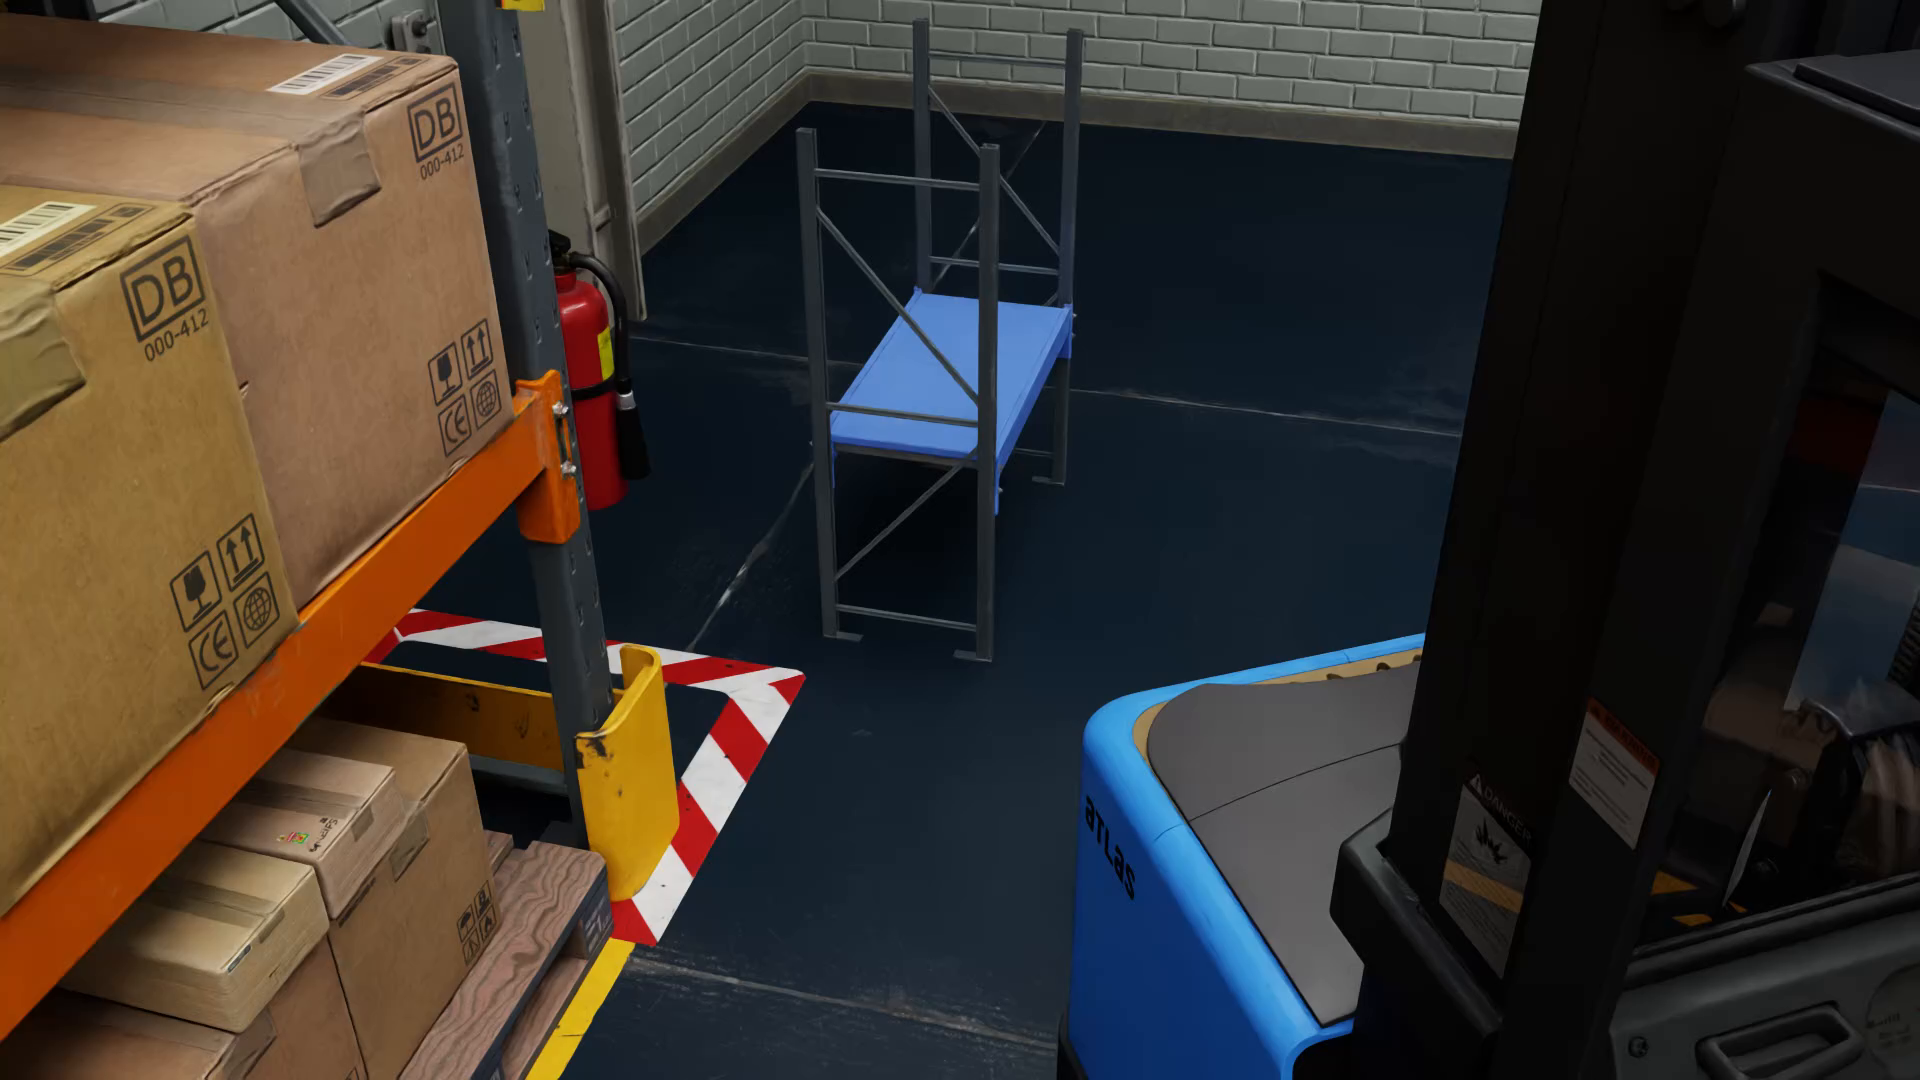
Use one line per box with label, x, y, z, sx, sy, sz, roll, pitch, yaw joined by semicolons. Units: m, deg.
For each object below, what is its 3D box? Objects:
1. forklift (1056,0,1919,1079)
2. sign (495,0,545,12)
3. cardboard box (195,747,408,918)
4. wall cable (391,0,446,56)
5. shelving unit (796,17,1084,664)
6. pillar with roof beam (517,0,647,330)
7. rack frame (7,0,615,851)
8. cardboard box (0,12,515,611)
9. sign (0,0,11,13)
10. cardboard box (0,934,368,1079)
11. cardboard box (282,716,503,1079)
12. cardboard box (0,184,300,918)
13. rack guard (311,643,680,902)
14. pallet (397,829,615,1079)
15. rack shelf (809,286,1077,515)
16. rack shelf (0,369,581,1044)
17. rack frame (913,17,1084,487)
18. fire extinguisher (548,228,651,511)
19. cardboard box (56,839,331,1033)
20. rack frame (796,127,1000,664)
forklift;1.133;0.614;1.553;1.130;2.935;3.031;-10;34;-15
sign;-0.776;-1.070;2.837;0.100;0.325;0.005;8;33;12
cardboard box;-1.235;0.510;2.986;0.380;0.149;0.250;8;33;12
wall cable;-1.888;-1.784;4.314;0.084;1.984;1.851;8;33;12
shelving unit;-0.022;-0.589;4.778;0.538;1.500;1.048;8;33;12
pillar with roof beam;2.715;-4.027;3.196;9.100;9.000;0.400;8;33;12
rack frame;-1.298;-0.562;3.339;1.000;3.000;0.127;8;33;12
cardboard box;-1.418;-0.423;2.840;0.980;0.700;0.700;10;34;15
sign;-1.833;-1.040;3.209;0.100;0.325;0.005;8;33;12
cardboard box;-1.506;0.952;2.895;0.700;0.500;0.500;8;33;12
cardboard box;-1.379;0.692;3.304;0.700;0.500;0.500;8;33;12
cardboard box;-1.591;-0.044;2.243;0.980;0.700;0.700;8;33;12
rack guard;-1.292;0.480;4.029;1.175;0.500;0.348;8;33;12
pallet;-1.425;1.040;3.417;1.003;0.211;1.213;8;33;12
rack shelf;-0.022;-0.437;4.874;0.538;0.185;1.000;8;33;12
rack shelf;-1.805;0.779;1.899;1.077;0.370;4.000;8;33;12
rack frame;0.107;-0.852;5.193;0.500;1.500;0.032;8;33;12
fire extinguisher;-0.813;-0.388;3.484;0.296;0.674;0.183;8;33;12
cardboard box;-1.299;0.643;2.777;0.380;0.149;0.250;9;34;14
rack frame;-0.151;-0.325;4.363;0.500;1.500;0.032;8;33;12
